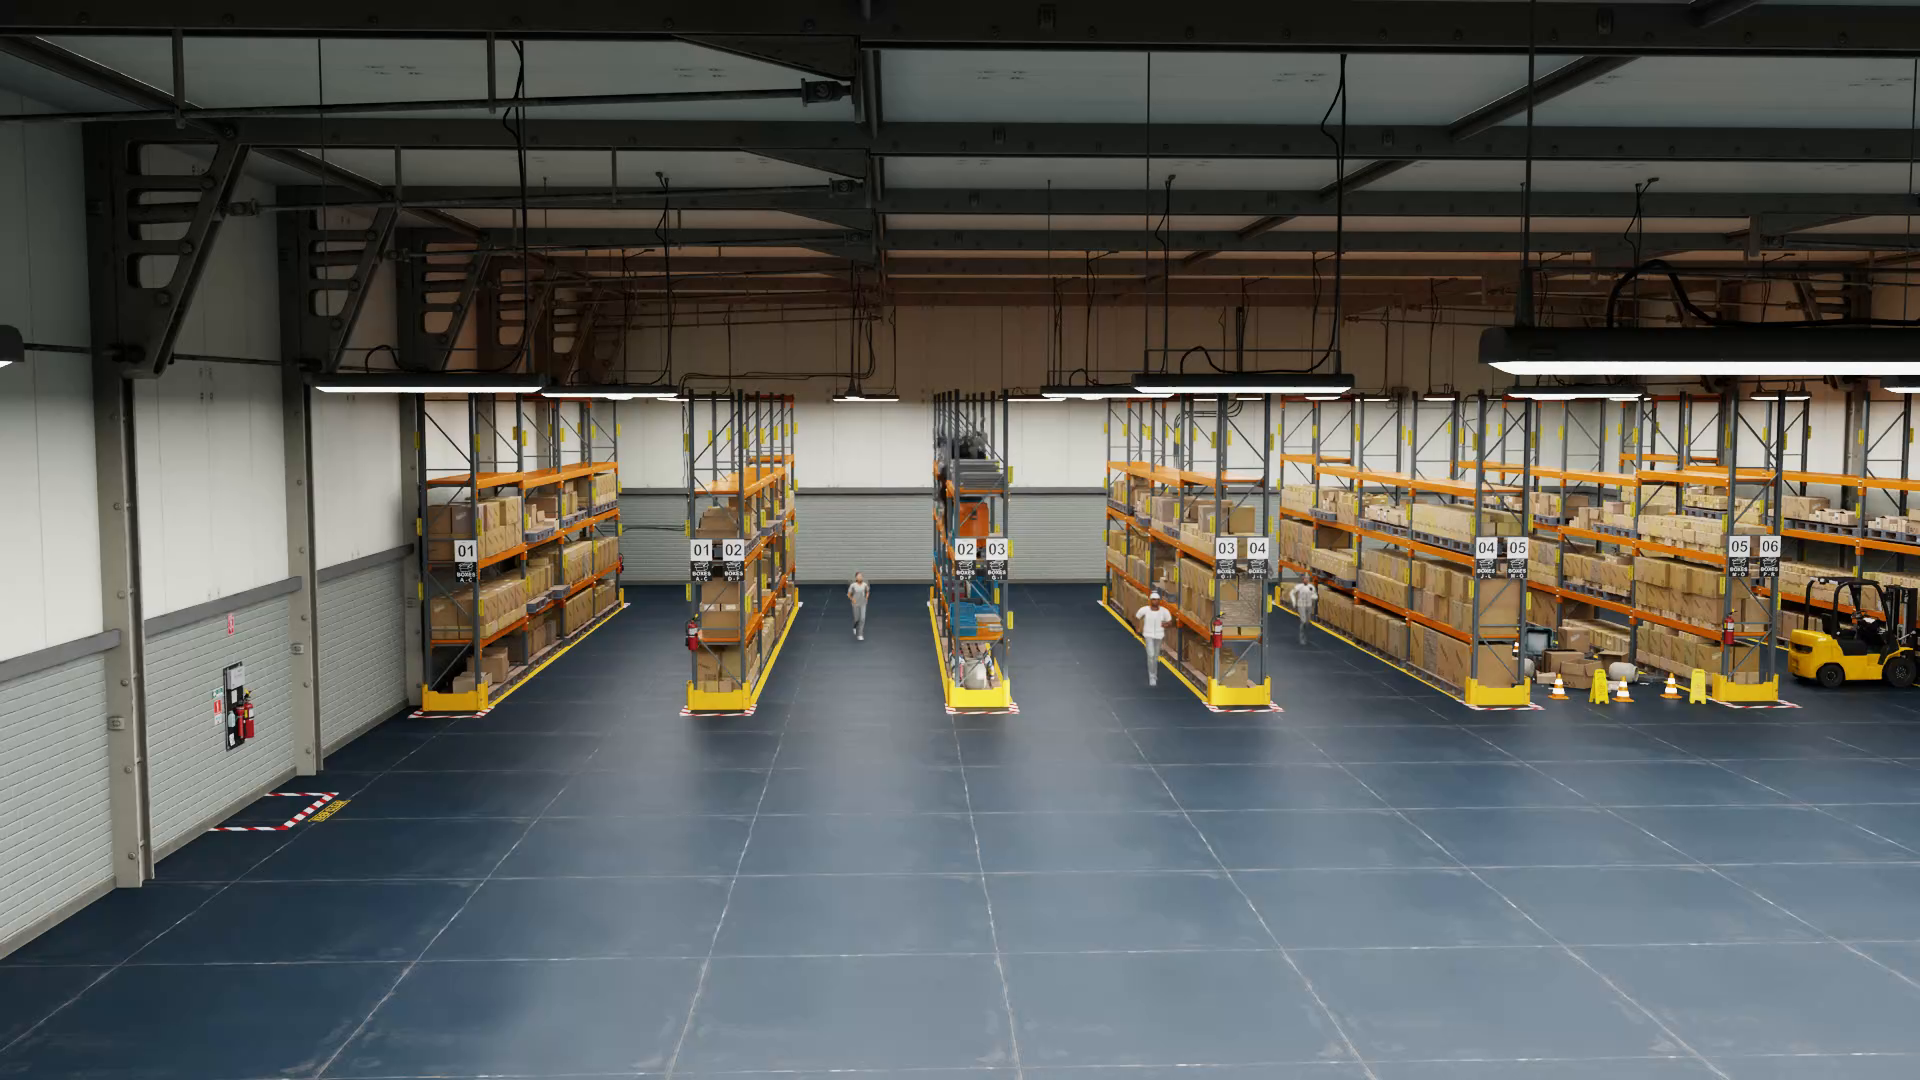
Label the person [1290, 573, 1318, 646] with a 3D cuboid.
[{"bbox_3d":[8.239,1.642,39.741,0.576,1.749,0.732,-1,5,-10],"label":"person"}]

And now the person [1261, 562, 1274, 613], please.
[{"bbox_3d":[8.113,1.180,44.815,0.656,1.718,0.931,0,5,1],"label":"person"}]

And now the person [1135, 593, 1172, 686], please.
[{"bbox_3d":[3.831,1.925,32.777,0.707,1.780,0.882,-1,5,-6],"label":"person"}]

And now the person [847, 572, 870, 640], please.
[{"bbox_3d":[-2.458,1.589,40.499,0.576,1.638,0.820,-1,5,-15],"label":"person"}]

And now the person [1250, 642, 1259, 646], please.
[{"bbox_3d":[6.902,1.586,39.729,0.708,1.770,1.064,-1,5,-10],"label":"person"}]
